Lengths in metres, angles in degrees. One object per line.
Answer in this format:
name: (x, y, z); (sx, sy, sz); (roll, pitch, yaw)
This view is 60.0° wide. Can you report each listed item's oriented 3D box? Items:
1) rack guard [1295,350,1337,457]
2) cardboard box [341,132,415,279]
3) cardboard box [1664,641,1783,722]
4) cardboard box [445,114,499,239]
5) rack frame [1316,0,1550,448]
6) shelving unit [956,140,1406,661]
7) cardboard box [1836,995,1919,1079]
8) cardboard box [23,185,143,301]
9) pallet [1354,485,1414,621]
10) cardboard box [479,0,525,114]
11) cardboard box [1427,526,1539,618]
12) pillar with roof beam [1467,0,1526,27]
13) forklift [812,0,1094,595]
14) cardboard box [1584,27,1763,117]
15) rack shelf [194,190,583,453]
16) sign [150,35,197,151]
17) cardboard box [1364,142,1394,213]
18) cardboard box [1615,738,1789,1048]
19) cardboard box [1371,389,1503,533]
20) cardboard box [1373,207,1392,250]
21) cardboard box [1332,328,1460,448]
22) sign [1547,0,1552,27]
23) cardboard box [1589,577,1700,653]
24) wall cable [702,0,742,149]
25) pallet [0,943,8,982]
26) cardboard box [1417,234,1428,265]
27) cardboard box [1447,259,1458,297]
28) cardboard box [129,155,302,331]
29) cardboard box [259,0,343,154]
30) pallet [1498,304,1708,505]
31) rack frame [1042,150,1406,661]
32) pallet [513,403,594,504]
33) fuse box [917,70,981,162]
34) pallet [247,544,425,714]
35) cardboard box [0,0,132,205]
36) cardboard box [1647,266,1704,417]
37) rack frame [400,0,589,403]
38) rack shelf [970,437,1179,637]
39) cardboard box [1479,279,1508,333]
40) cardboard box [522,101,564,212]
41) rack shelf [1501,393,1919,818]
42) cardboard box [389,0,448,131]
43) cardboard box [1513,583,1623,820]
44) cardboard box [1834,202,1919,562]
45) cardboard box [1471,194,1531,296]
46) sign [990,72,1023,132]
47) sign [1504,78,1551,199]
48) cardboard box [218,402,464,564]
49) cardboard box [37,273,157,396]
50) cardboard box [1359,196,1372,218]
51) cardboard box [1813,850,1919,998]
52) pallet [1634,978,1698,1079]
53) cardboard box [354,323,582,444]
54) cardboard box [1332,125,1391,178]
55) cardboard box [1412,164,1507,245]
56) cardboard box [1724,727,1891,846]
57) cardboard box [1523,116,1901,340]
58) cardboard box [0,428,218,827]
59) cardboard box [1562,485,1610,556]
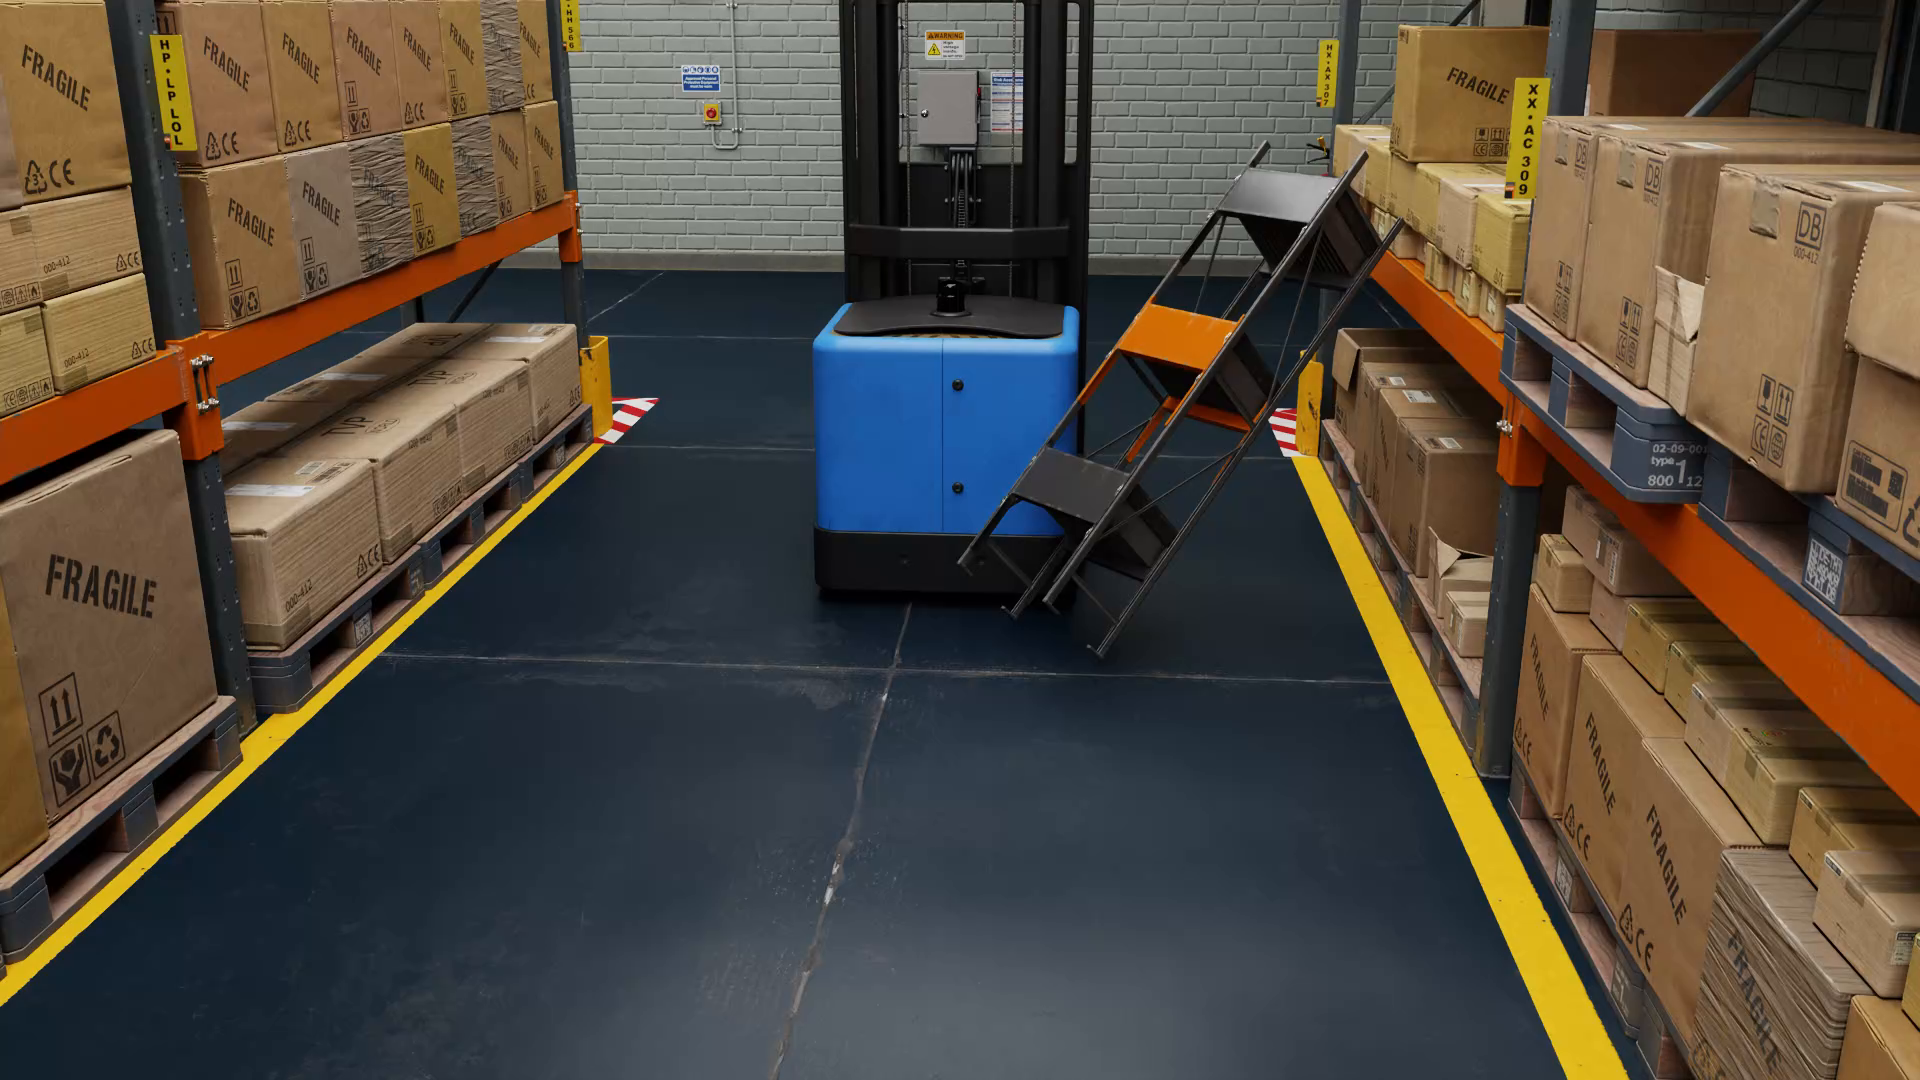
rack guard: (2.396, -0.719, 8.816); (1.175, 0.500, 0.348); (1, 18, 4)
cardboard box: (-2.460, -1.296, 6.401); (0.500, 0.500, 0.500); (1, 18, 4)
cardboard box: (1.867, 0.350, 3.835); (0.380, 0.149, 0.250); (1, 18, 3)
cardboard box: (-2.399, -1.617, 7.379); (0.500, 0.500, 0.500); (2, 18, 6)
rack frame: (2.401, -1.931, 8.498); (1.000, 3.000, 0.127); (1, 18, 4)
shelving unit: (0.855, -0.570, 6.279); (0.503, 0.431, 2.100); (23, 72, 49)
cardboard box: (1.725, 1.088, 2.625); (0.500, 0.500, 0.500); (2, 18, 6)
cardboard box: (-2.626, -0.822, 4.553); (0.500, 0.250, 0.500); (1, 18, 4)
pallet: (2.249, 0.044, 6.952); (1.003, 0.211, 1.213); (1, 18, 4)
cardboard box: (-2.355, -2.245, 7.691); (0.500, 0.500, 0.500); (1, 18, 4)
cardboard box: (1.887, 0.121, 5.954); (0.396, 0.266, 0.258); (2, 18, 6)
pillar with roof beam: (-0.800, -5.695, 10.352); (9.100, 9.000, 0.400); (1, 18, 4)
forklift: (0.048, -1.588, 7.564); (1.130, 2.935, 3.031); (1, 18, 4)
cardboard box: (2.487, -1.572, 5.961); (0.500, 0.500, 0.500); (1, 18, 2)
rack shelf: (-2.693, -1.077, 7.049); (1.077, 0.370, 4.000); (1, 18, 4)
sign: (-2.295, -1.302, 4.846); (0.100, 0.325, 0.005); (1, 18, 4)
cardboard box: (2.031, -1.552, 7.105); (0.500, 0.250, 0.500); (1, 18, 3)
cardboard box: (1.787, 0.765, 3.610); (0.500, 0.500, 0.500); (1, 18, 2)
cardboard box: (2.025, -0.328, 6.947); (0.500, 0.500, 0.500); (2, 18, 5)
cardboard box: (1.962, -1.316, 7.027); (0.380, 0.149, 0.250); (1, 18, 2)
cardboard box: (2.263, -0.756, 8.248); (0.797, 0.503, 0.637); (1, 18, 2)
sign: (2.953, -2.613, 8.212); (0.100, 0.325, 0.005); (1, 18, 4)
cardboard box: (1.881, 0.185, 4.340); (0.380, 0.149, 0.250); (1, 18, 2)
wall cable: (-2.169, -4.290, 14.016); (0.585, 1.953, 0.123); (1, 18, 4)
pallet: (-2.902, 1.148, 3.580); (1.003, 0.211, 1.213); (1, 18, 4)
cardboard box: (2.014, -1.153, 6.527); (0.380, 0.149, 0.250); (1, 18, 4)
cardboard box: (1.923, -0.917, 5.809); (0.380, 0.149, 0.250); (2, 18, 5)
cardboard box: (-2.542, -0.986, 5.453); (0.500, 0.500, 0.500); (2, 18, 6)
cardboard box: (-2.519, -1.620, 5.783); (0.500, 0.500, 0.500); (1, 18, 3)
pallet: (1.948, -0.352, 3.987); (1.003, 0.211, 1.213); (1, 18, 4)
rack frame: (1.004, -0.507, 6.097); (0.015, 0.400, 2.100); (23, 72, 49)
pallet: (-2.529, -0.465, 8.504); (1.003, 0.211, 1.213); (1, 18, 4)
fuse box: (-0.084, -3.088, 14.098); (0.539, 1.711, 0.414); (1, 18, 4)
pallet: (-2.704, 0.293, 6.191); (1.003, 0.211, 1.213); (1, 18, 4)
cardboard box: (-2.618, -1.176, 4.430); (0.500, 0.500, 0.500); (2, 18, 6)
cardboard box: (1.632, -0.401, 3.372); (0.396, 0.266, 0.258); (2, 18, 7)
rack frame: (-2.550, -2.040, 8.833); (1.000, 3.000, 0.127); (1, 18, 4)
rack shelf: (0.443, -0.005, 6.137); (0.480, 0.431, 0.518); (23, 72, 49)
cardboard box: (1.882, -0.755, 5.314); (0.380, 0.149, 0.250); (2, 18, 5)
cardboard box: (-2.321, -1.932, 8.342); (0.500, 0.500, 0.500); (1, 18, 4)
rack shelf: (1.971, 0.275, 2.923); (1.077, 0.370, 4.000); (1, 18, 4)
cardboard box: (-2.432, -1.935, 6.746); (0.500, 0.500, 0.500); (1, 18, 4)
cardboard box: (1.855, 0.445, 4.588); (0.500, 0.500, 0.500); (2, 18, 6)
cardboard box: (1.760, -0.206, 2.394); (0.797, 0.503, 0.637); (1, 18, 3)
cardboard box: (1.908, -0.922, 5.183); (0.500, 0.250, 0.500); (2, 18, 5)
sign: (0.423, -3.708, 14.075); (0.329, 0.494, 0.001); (1, 18, 4)
sign: (1.573, -1.110, 4.602); (0.100, 0.325, 0.005); (1, 18, 4)
cardboard box: (-2.621, -0.251, 6.812); (0.875, 0.438, 0.875); (1, 18, 2)
cardboard box: (-2.617, -0.582, 4.623); (0.500, 0.250, 0.500); (1, 18, 3)
cardboard box: (2.132, -1.635, 8.000); (0.380, 0.149, 0.250); (2, 18, 5)
cardboard box: (1.733, 0.664, 2.879); (0.380, 0.149, 0.250); (0, 18, 1)
pallet: (2.009, 1.270, 3.208); (1.003, 0.211, 1.213); (1, 18, 4)
cardboard box: (-2.498, -0.815, 8.534); (0.875, 0.438, 0.875); (1, 18, 2)
cardboard box: (2.100, -1.866, 8.064); (0.500, 0.250, 0.500); (1, 18, 4)
cardboard box: (1.978, -1.233, 6.131); (0.500, 0.250, 0.500); (1, 18, 4)
cardboard box: (1.792, 0.504, 3.366); (0.380, 0.149, 0.250); (2, 18, 6)
cardboard box: (1.857, -0.790, 4.183); (0.700, 0.500, 0.500); (2, 18, 5)
cardboard box: (-2.801, 0.206, 4.714); (0.875, 0.875, 0.875); (2, 18, 6)
cardboard box: (1.884, -0.043, 4.557); (0.380, 0.149, 0.250); (1, 18, 3)
